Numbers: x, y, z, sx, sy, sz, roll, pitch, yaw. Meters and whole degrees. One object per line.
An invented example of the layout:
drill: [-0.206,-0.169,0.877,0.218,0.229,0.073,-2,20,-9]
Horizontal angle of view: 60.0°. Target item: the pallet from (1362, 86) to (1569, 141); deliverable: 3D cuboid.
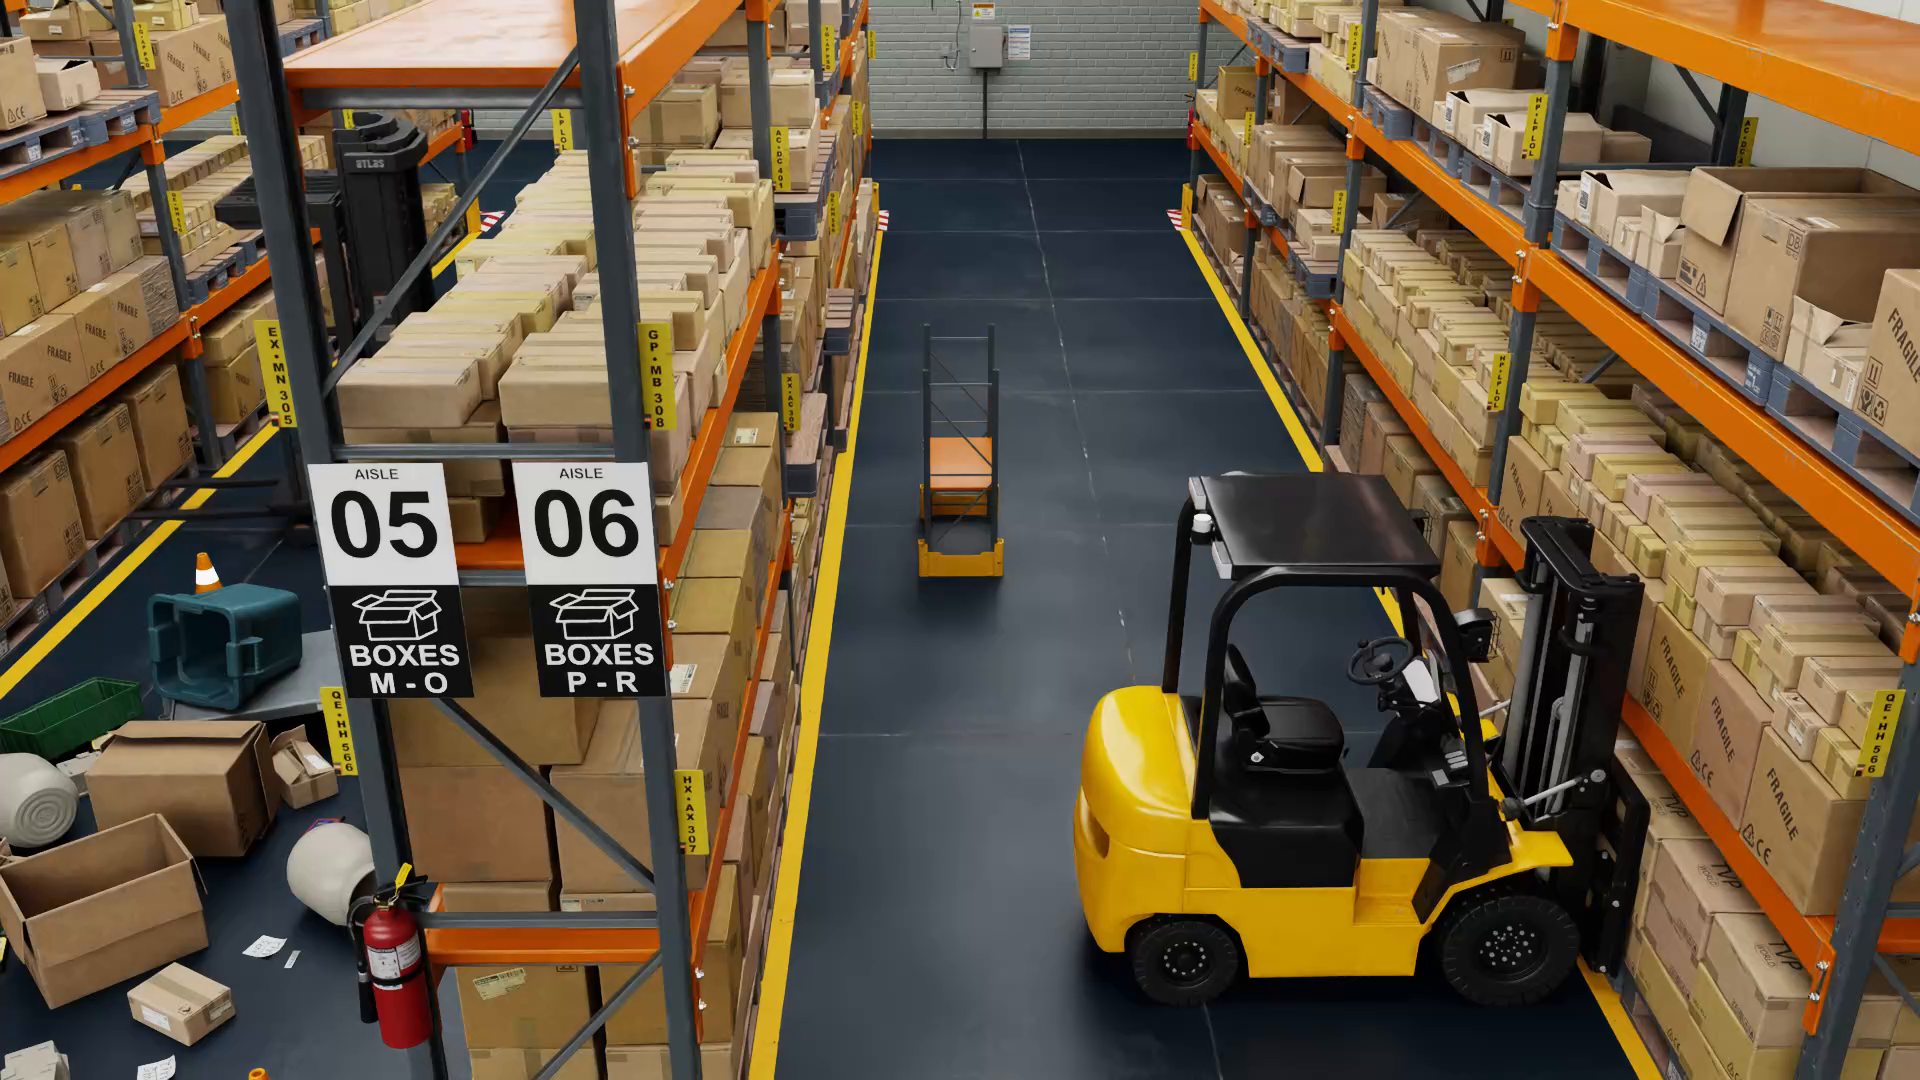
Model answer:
pallet: [3.546,-3.029,11.779,1.213,0.211,1.003,1,24,2]

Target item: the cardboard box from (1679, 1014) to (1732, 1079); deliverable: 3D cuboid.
cardboard box: [3.216,2.138,6.592,0.500,0.250,0.500,0,24,0]

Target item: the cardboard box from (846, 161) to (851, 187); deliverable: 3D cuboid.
cardboard box: [-1.297,-3.425,15.641,0.500,0.250,0.500,0,24,1]

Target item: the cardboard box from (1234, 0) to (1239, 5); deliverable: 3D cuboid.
cardboard box: [3.140,-5.733,17.349,0.500,0.250,0.500,0,24,1]

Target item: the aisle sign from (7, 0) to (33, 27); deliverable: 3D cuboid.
aisle sign: [-11.212,-6.471,19.646,0.394,0.787,0.004,0,24,-1]

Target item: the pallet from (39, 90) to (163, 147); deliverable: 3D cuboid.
pallet: [-6.403,-2.955,11.617,1.213,0.211,1.003,1,24,2]

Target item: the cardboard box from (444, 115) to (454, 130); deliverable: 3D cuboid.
cardboard box: [-6.264,-4.989,19.828,0.380,0.149,0.250,0,24,0]

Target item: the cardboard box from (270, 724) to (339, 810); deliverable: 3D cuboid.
cardboard box: [-3.608,1.236,9.079,0.258,0.266,0.396,-19,31,-36]

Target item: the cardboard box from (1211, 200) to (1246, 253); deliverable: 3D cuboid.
cardboard box: [3.150,-3.553,18.873,0.500,0.500,0.500,0,24,0]

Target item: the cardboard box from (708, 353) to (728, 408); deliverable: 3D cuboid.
cardboard box: [-1.124,-0.630,6.551,0.380,0.149,0.250,0,24,0]

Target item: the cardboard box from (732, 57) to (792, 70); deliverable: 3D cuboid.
cardboard box: [-1.514,-3.025,11.421,0.700,0.500,0.500,0,24,-1]

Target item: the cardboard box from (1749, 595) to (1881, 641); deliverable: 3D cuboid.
cardboard box: [3.330,0.334,6.486,0.380,0.149,0.250,0,24,0]

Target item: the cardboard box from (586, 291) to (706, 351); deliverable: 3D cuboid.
cardboard box: [-1.115,-0.781,5.917,0.380,0.149,0.250,0,24,-1]

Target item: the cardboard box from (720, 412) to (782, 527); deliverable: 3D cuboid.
cardboard box: [-1.217,-0.354,8.795,0.500,0.500,0.500,-1,24,-2]

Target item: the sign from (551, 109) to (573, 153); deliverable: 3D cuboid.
sign: [-2.025,-2.133,8.464,0.100,0.325,0.005,0,24,-1]

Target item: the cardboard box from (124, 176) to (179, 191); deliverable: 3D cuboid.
cardboard box: [-6.938,-3.020,14.245,0.380,0.149,0.250,1,24,2]

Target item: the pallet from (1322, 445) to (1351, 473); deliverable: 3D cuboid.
pallet: [3.419,-0.417,12.800,1.003,0.211,1.213,0,24,-1]

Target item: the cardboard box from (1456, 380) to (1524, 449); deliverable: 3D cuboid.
cardboard box: [3.232,-0.740,9.704,0.500,0.250,0.500,-1,24,-2]

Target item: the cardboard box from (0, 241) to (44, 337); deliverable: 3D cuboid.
cardboard box: [-6.447,-1.625,10.752,0.700,0.500,0.500,0,24,-1]

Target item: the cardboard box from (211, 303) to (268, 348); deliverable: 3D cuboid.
cardboard box: [-6.234,-1.828,14.149,0.500,0.250,0.500,-1,24,-1]

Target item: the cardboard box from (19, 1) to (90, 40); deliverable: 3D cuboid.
cardboard box: [-6.727,-3.866,12.352,0.396,0.266,0.258,0,24,-1]

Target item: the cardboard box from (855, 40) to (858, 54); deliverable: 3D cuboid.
cardboard box: [-1.328,-5.424,18.365,0.380,0.149,0.250,0,24,1]

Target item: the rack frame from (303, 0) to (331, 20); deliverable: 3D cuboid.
rack frame: [-6.506,-6.321,15.190,1.000,3.000,0.127,0,24,-1]

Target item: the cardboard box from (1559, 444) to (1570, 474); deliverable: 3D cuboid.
cardboard box: [3.269,-0.374,8.411,0.380,0.149,0.250,0,24,-1]

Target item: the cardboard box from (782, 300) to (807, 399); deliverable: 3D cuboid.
cardboard box: [-1.195,-1.129,9.997,0.500,0.500,0.500,0,24,0]

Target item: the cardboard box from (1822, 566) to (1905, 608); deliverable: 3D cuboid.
cardboard box: [3.745,0.226,6.724,0.380,0.149,0.250,0,24,1]

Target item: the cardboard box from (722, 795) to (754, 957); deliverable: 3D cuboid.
cardboard box: [-1.170,1.454,7.196,0.500,0.500,0.500,-1,24,-3]

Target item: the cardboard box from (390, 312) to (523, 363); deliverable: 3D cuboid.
cardboard box: [-1.711,-0.672,5.677,0.380,0.149,0.250,-1,24,-1]

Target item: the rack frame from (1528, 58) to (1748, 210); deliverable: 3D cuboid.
rack frame: [3.493,-3.113,8.095,1.000,3.000,0.127,0,24,-1]

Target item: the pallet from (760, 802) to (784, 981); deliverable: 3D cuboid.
pallet: [-1.412,1.696,8.128,1.003,0.211,1.213,0,24,-1]

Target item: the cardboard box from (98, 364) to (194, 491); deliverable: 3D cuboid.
cardboard box: [-6.546,-0.855,12.603,1.050,0.750,0.750,-1,24,-1]

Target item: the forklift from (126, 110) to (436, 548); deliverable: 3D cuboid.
forklift: [-4.540,-1.509,11.914,3.031,2.935,1.130,-3,25,-7]

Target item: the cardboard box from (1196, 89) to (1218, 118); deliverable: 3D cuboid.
cardboard box: [3.098,-5.203,19.818,0.500,0.250,0.500,0,24,0]

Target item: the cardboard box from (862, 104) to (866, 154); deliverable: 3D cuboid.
cardboard box: [-1.307,-4.517,18.358,0.500,0.500,0.500,0,24,1]

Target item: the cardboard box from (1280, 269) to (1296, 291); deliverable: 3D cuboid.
cardboard box: [3.220,-2.439,15.623,0.380,0.149,0.250,0,24,-1]

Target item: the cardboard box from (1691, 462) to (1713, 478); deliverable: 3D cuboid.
cardboard box: [3.827,-0.270,8.182,0.380,0.149,0.250,0,24,0]

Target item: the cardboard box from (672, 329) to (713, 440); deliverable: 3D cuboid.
cardboard box: [-1.162,-0.557,5.906,0.500,0.250,0.500,-1,24,-1]

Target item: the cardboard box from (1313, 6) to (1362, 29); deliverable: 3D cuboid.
cardboard box: [3.136,-4.318,13.738,0.380,0.149,0.250,0,24,0]

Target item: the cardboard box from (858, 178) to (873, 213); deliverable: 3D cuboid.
cardboard box: [-1.494,-4.052,20.053,0.875,0.438,0.875,-1,24,-2]

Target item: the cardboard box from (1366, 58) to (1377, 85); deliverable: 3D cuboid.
cardboard box: [3.149,-3.379,11.978,0.380,0.166,0.250,0,24,-1]

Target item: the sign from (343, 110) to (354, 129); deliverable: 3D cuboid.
sign: [-5.951,-4.119,16.197,0.100,0.325,0.005,0,24,-1]

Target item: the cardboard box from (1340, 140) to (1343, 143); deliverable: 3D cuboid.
cardboard box: [3.670,-3.948,17.044,0.500,0.250,0.500,-1,24,-1]

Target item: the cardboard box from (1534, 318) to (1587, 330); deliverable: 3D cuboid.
cardboard box: [3.750,-1.288,10.432,0.380,0.149,0.250,0,24,-1]

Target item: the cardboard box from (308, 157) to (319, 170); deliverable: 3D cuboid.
cardboard box: [-6.300,-3.529,15.730,0.380,0.149,0.250,0,24,0]

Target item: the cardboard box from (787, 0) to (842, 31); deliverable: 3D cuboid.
cardboard box: [-1.338,-4.807,15.080,0.500,0.311,0.500,0,24,-1]

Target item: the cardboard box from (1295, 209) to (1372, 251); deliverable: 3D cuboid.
cardboard box: [3.114,-2.584,13.878,0.500,0.250,0.500,-1,24,-3]

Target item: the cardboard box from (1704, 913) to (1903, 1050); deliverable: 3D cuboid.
cardboard box: [3.220,1.687,6.378,0.500,0.250,0.500,1,24,1]

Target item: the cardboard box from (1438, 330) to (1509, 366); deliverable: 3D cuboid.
cardboard box: [3.161,-1.175,10.183,0.380,0.149,0.250,-1,24,-2]

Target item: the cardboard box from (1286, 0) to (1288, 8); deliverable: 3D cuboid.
cardboard box: [3.095,-4.750,14.669,0.380,0.149,0.250,0,24,0]

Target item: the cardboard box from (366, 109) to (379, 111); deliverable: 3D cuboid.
cardboard box: [-6.288,-4.625,17.024,0.500,0.500,0.500,-1,24,-2]

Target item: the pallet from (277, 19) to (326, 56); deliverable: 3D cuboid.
pallet: [-6.606,-4.614,15.283,1.213,0.211,1.003,0,24,-1]

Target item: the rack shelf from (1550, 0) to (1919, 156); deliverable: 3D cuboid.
rack shelf: [3.515,-1.778,6.504,1.077,0.370,4.000,0,24,-1]

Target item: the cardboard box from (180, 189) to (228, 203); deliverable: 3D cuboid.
cardboard box: [-6.280,-2.800,13.757,0.380,0.149,0.250,-1,24,-3]

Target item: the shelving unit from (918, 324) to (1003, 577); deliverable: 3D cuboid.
shelving unit: [0.001,-0.652,11.755,0.587,1.500,1.083,0,24,-1]

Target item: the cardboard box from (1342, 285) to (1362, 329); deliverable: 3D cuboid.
cardboard box: [3.210,-1.775,12.600,0.500,0.250,0.500,0,24,0]

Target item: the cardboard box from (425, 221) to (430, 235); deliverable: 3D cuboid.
cardboard box: [-6.249,-3.515,18.853,0.380,0.149,0.250,1,24,2]
